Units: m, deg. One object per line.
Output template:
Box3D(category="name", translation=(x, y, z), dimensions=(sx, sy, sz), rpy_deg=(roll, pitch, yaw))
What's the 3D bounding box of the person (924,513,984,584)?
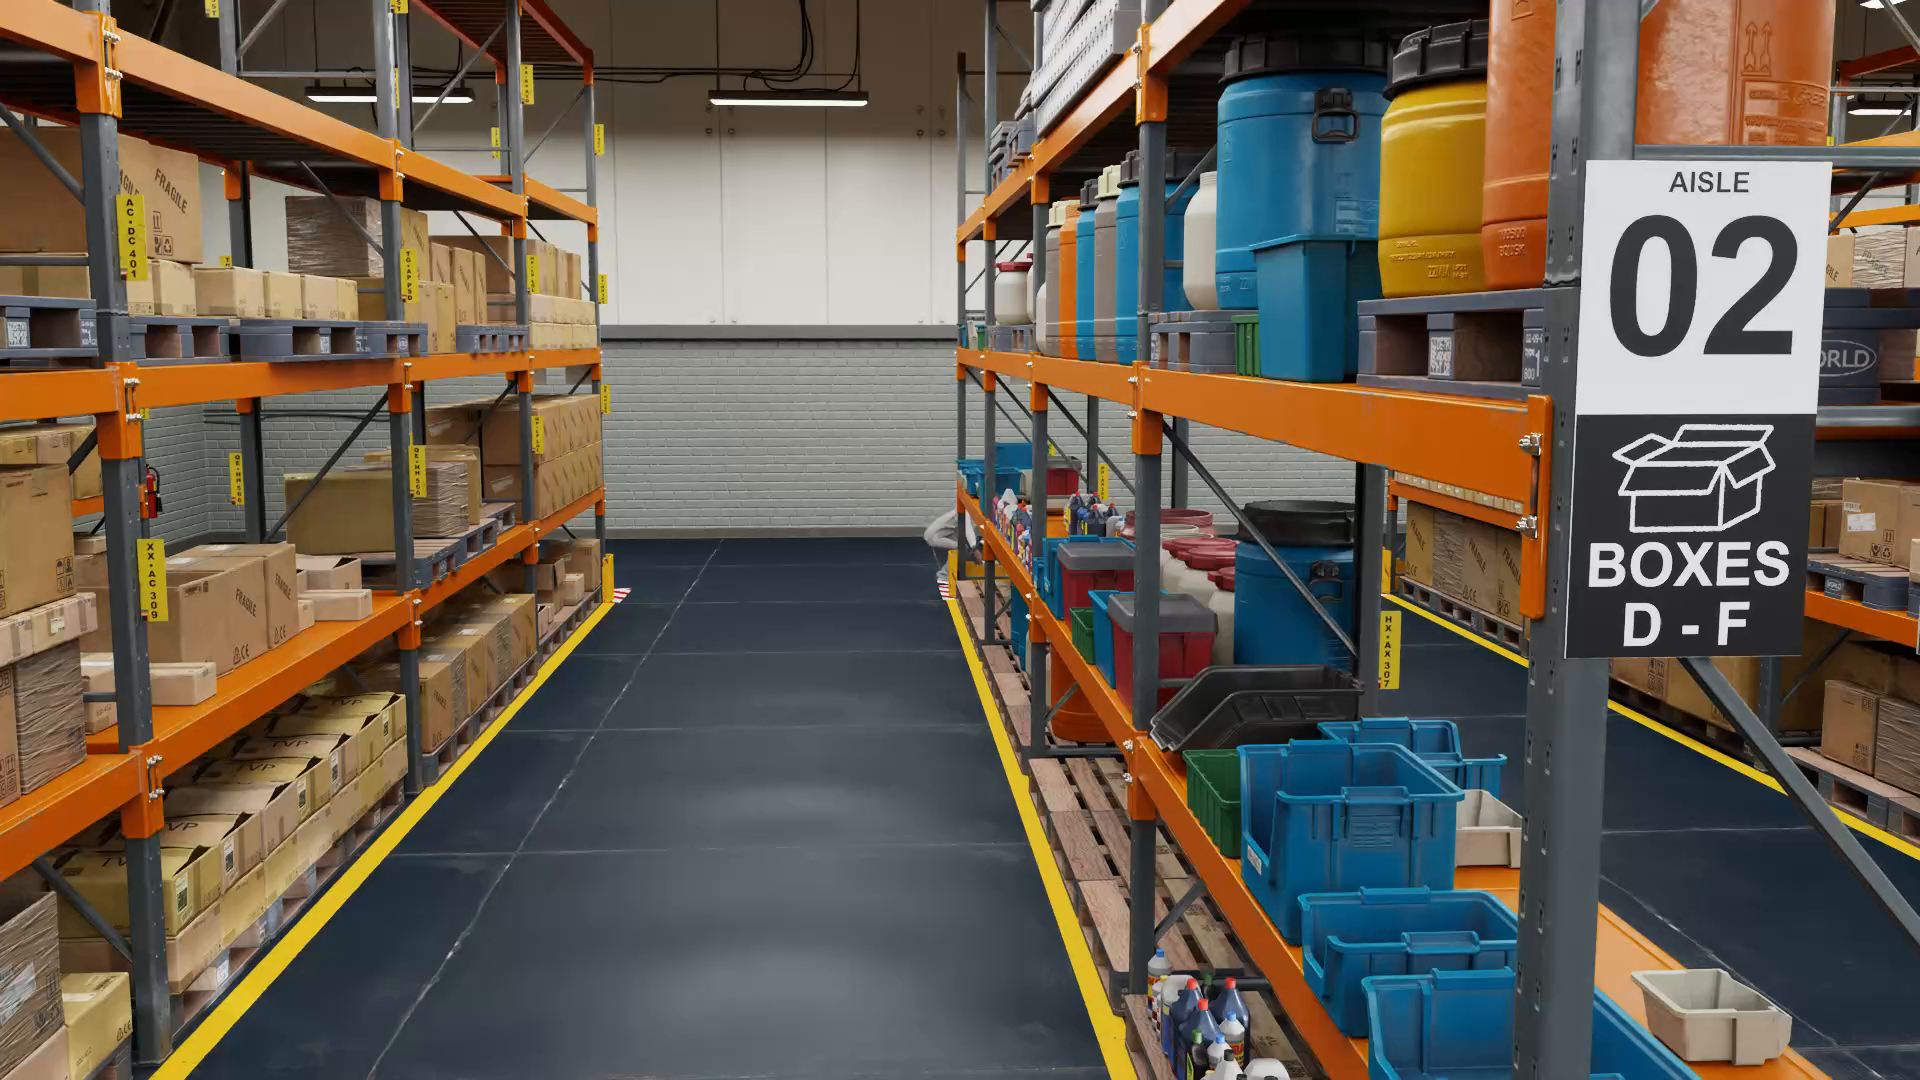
Box3D(category="person", translation=(-0.045, 0.023, 19.891), dimensions=(0.763, 0.986, 0.456), rpy_deg=(0, 7, 2))
